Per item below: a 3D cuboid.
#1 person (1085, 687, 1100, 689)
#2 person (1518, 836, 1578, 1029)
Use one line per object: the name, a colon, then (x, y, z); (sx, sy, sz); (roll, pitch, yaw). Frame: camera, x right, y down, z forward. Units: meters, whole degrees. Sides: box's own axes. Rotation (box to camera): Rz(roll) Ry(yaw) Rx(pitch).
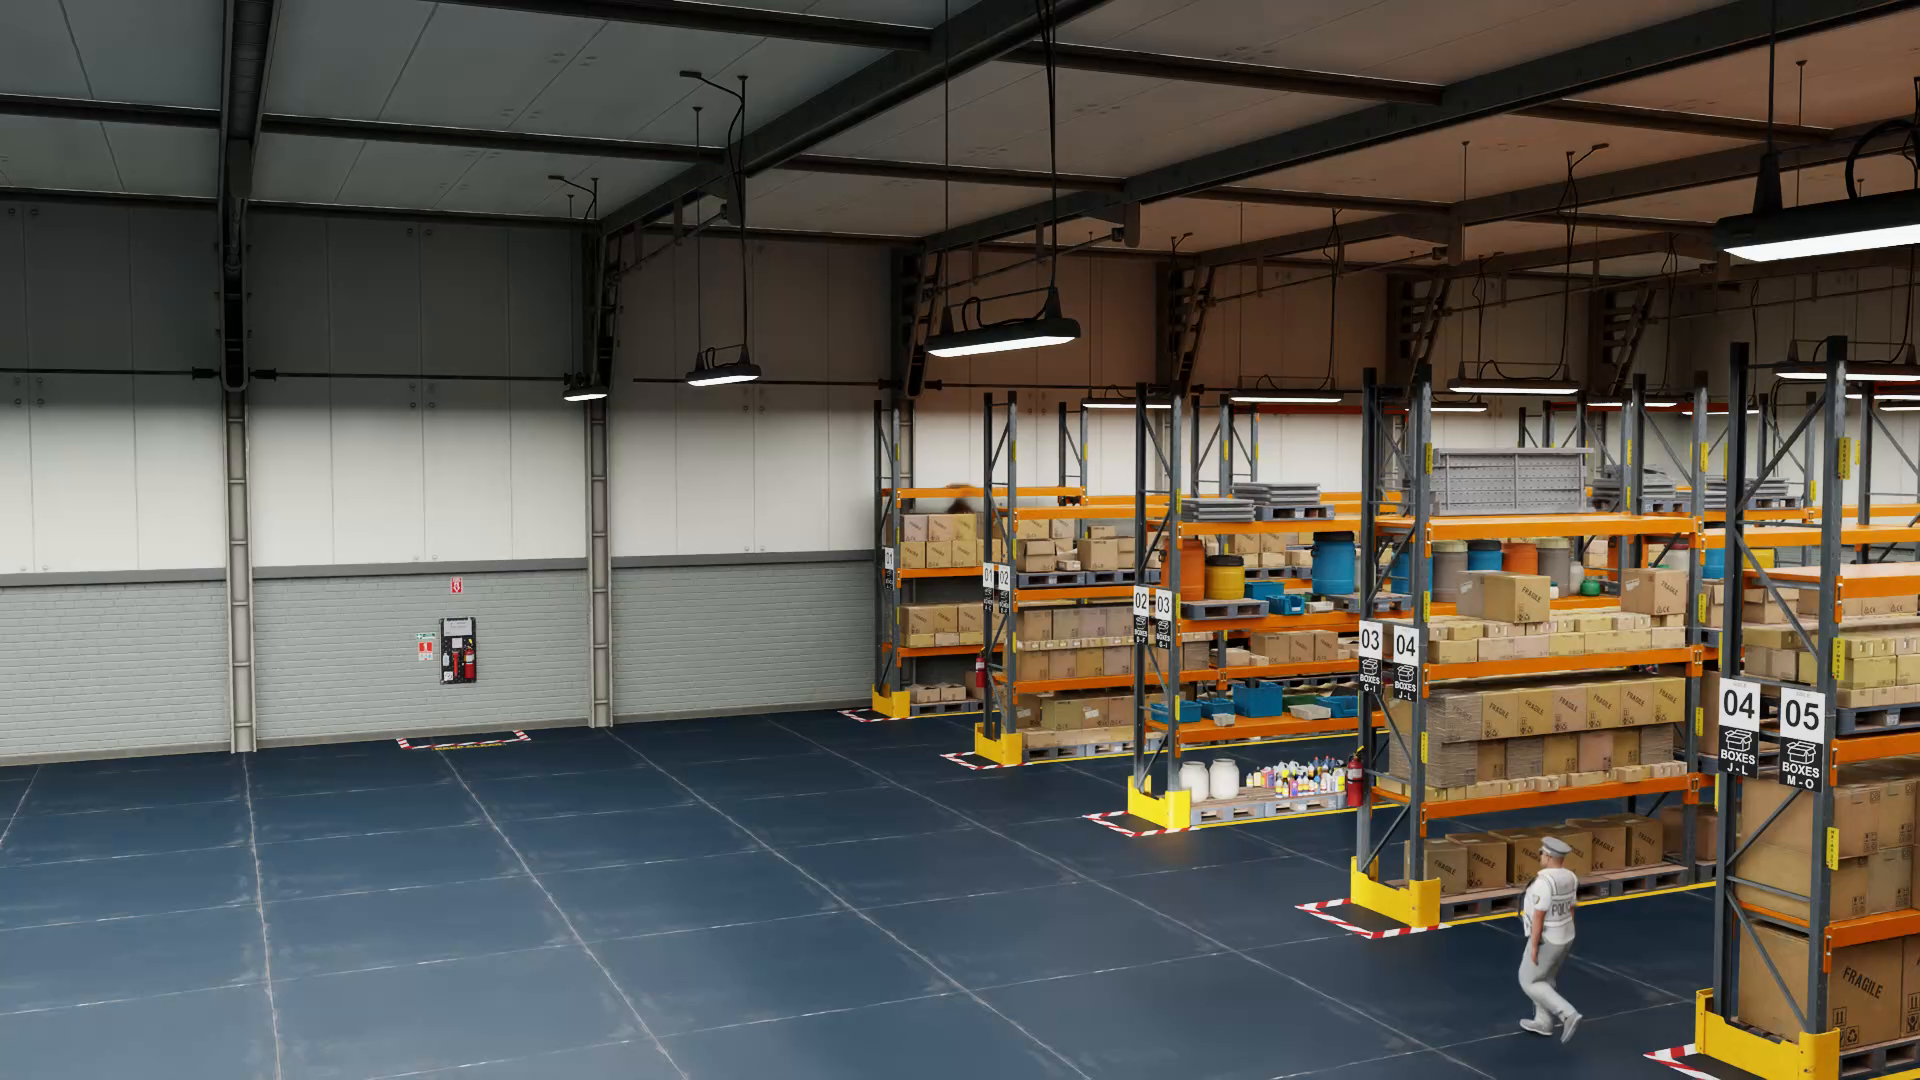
person: (2.385, 2.580, 30.569); (1.006, 1.604, 0.573); (-2, 4, -31)
person: (5.098, 3.405, 14.310); (0.509, 1.696, 0.553); (3, 4, 42)
